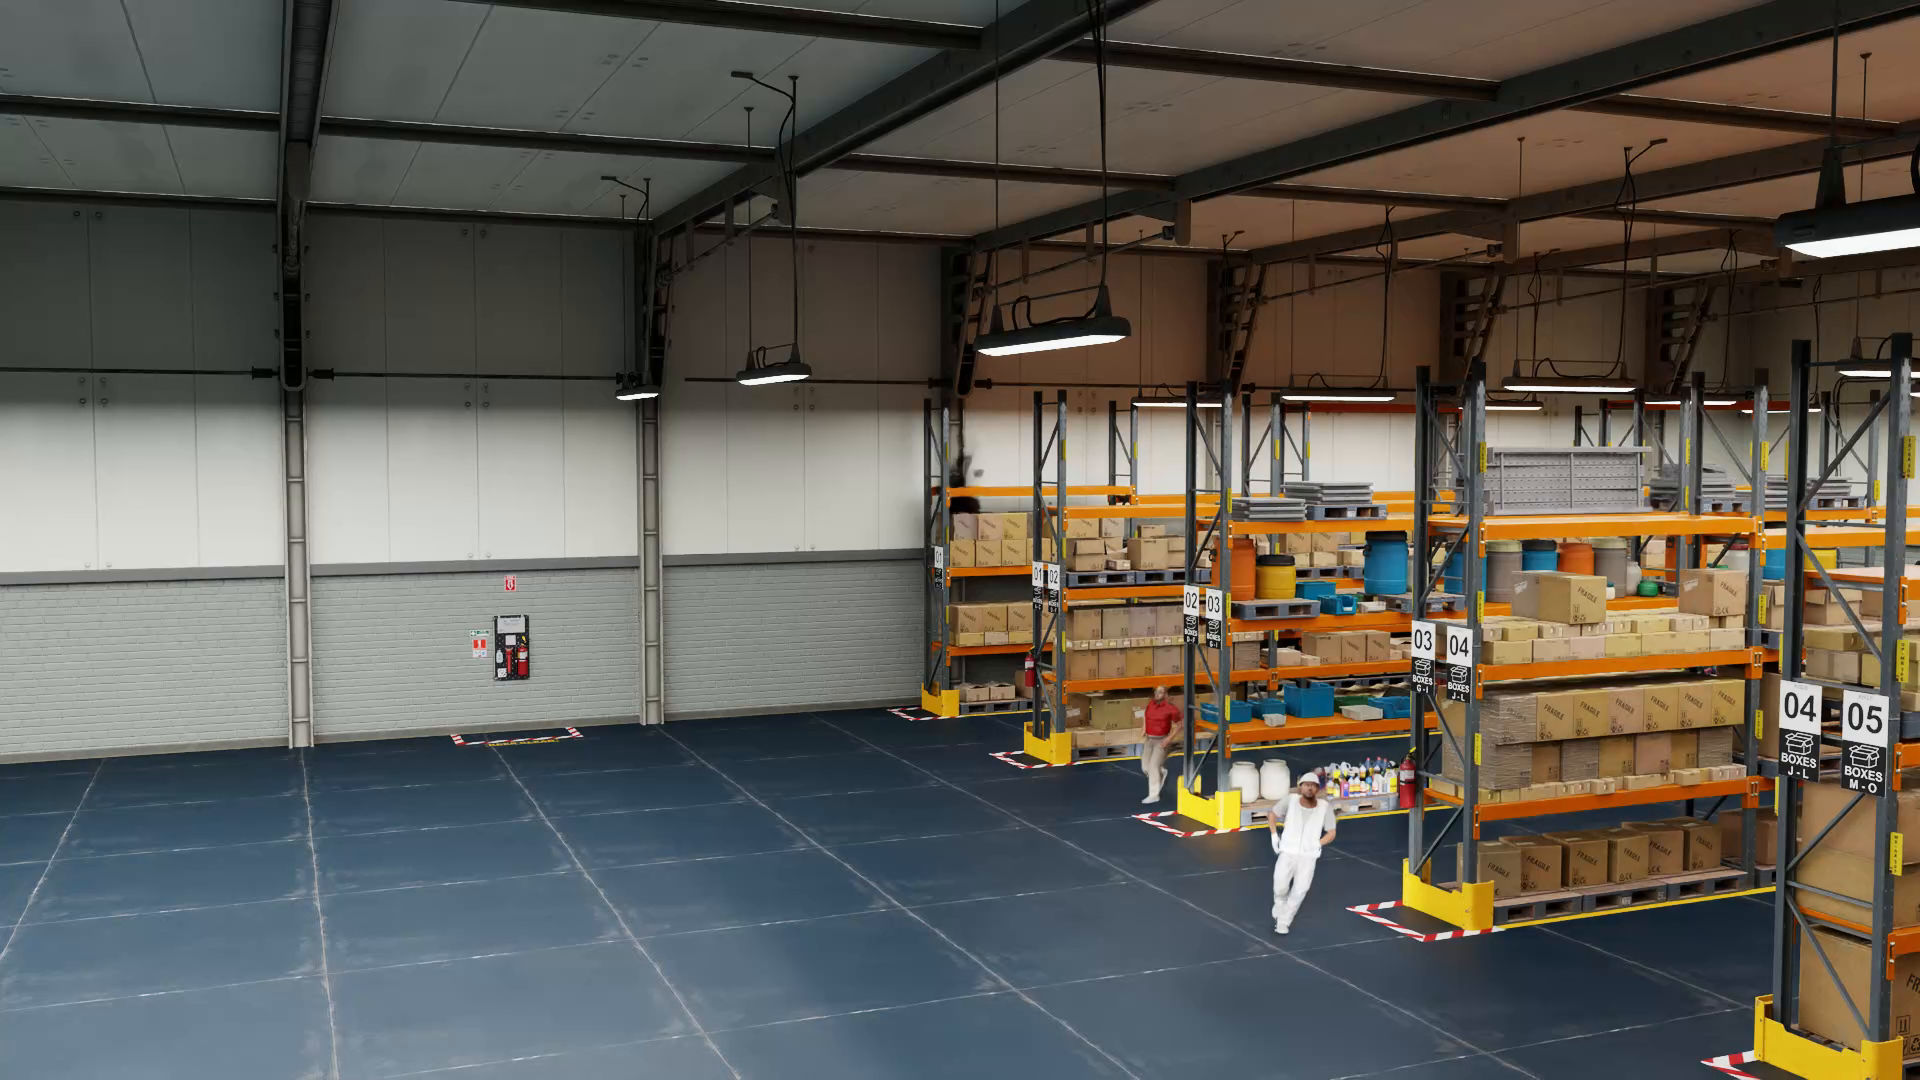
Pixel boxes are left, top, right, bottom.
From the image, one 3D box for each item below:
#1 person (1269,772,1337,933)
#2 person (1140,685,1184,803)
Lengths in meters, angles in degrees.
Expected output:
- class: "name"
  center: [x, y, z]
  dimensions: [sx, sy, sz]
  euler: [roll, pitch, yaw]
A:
- class: "person"
  center: [3.602, 3.278, 17.501]
  dimensions: [0.703, 1.689, 0.563]
  euler: [1, 3, 11]
- class: "person"
  center: [2.923, 2.938, 23.991]
  dimensions: [0.698, 1.730, 0.688]
  euler: [3, 5, 43]
